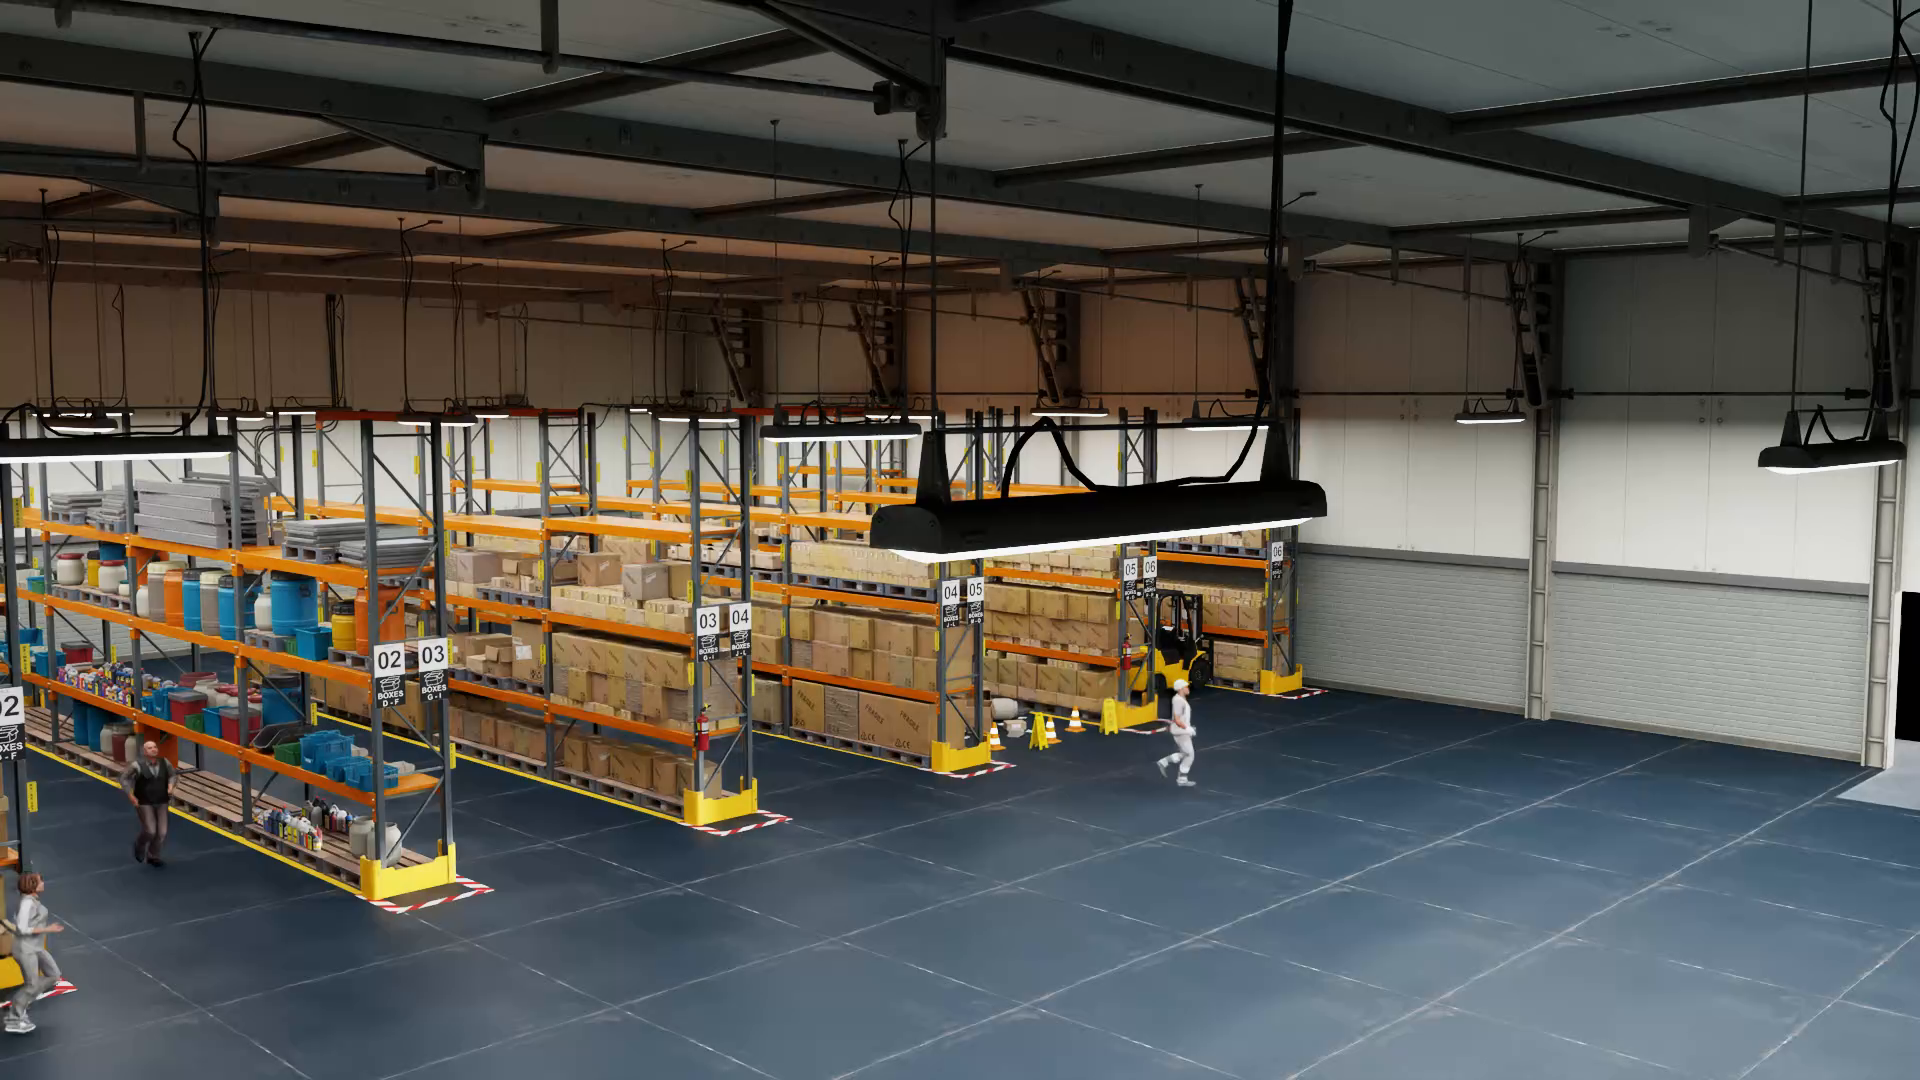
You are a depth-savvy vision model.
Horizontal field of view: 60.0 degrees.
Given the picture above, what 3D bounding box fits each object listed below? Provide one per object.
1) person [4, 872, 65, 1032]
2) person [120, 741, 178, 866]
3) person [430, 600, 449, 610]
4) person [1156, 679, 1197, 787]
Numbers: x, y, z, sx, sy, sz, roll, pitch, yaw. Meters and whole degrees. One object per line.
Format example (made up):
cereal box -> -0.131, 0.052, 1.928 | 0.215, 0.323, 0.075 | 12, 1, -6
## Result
person -> -9.221, 4.082, 16.595 | 0.576, 1.553, 0.547 | -2, 5, -17
person -> -10.744, 3.523, 22.155 | 0.542, 1.694, 0.703 | 5, 7, 44
person -> -12.539, 1.982, 39.847 | 0.606, 1.685, 0.936 | 4, 6, 36
person -> 3.479, 3.096, 26.722 | 0.637, 1.742, 0.702 | 0, 5, 5
